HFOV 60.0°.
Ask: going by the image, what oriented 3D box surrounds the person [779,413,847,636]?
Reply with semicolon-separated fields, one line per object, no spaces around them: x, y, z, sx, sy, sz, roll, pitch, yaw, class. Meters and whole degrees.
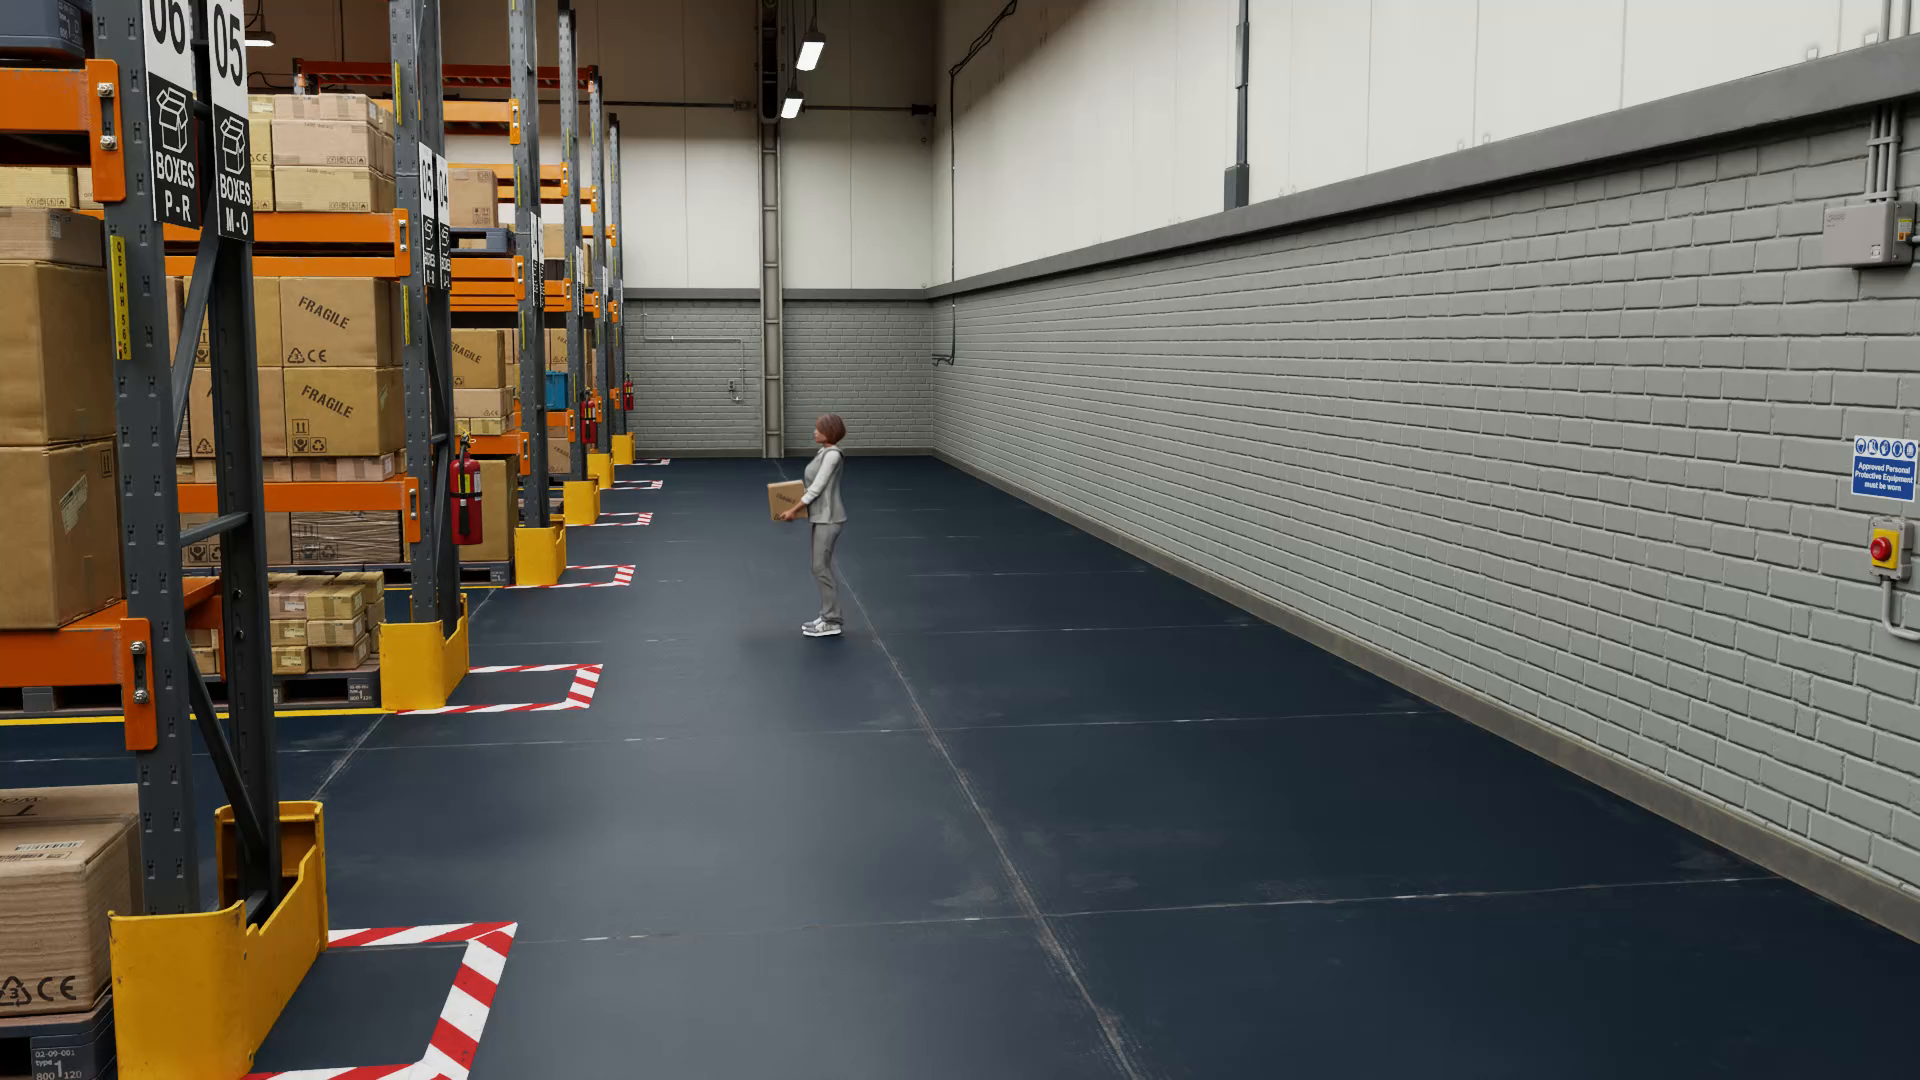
-1.055;-0.113;11.937;0.489;1.594;0.405;-1;7;-8;person
